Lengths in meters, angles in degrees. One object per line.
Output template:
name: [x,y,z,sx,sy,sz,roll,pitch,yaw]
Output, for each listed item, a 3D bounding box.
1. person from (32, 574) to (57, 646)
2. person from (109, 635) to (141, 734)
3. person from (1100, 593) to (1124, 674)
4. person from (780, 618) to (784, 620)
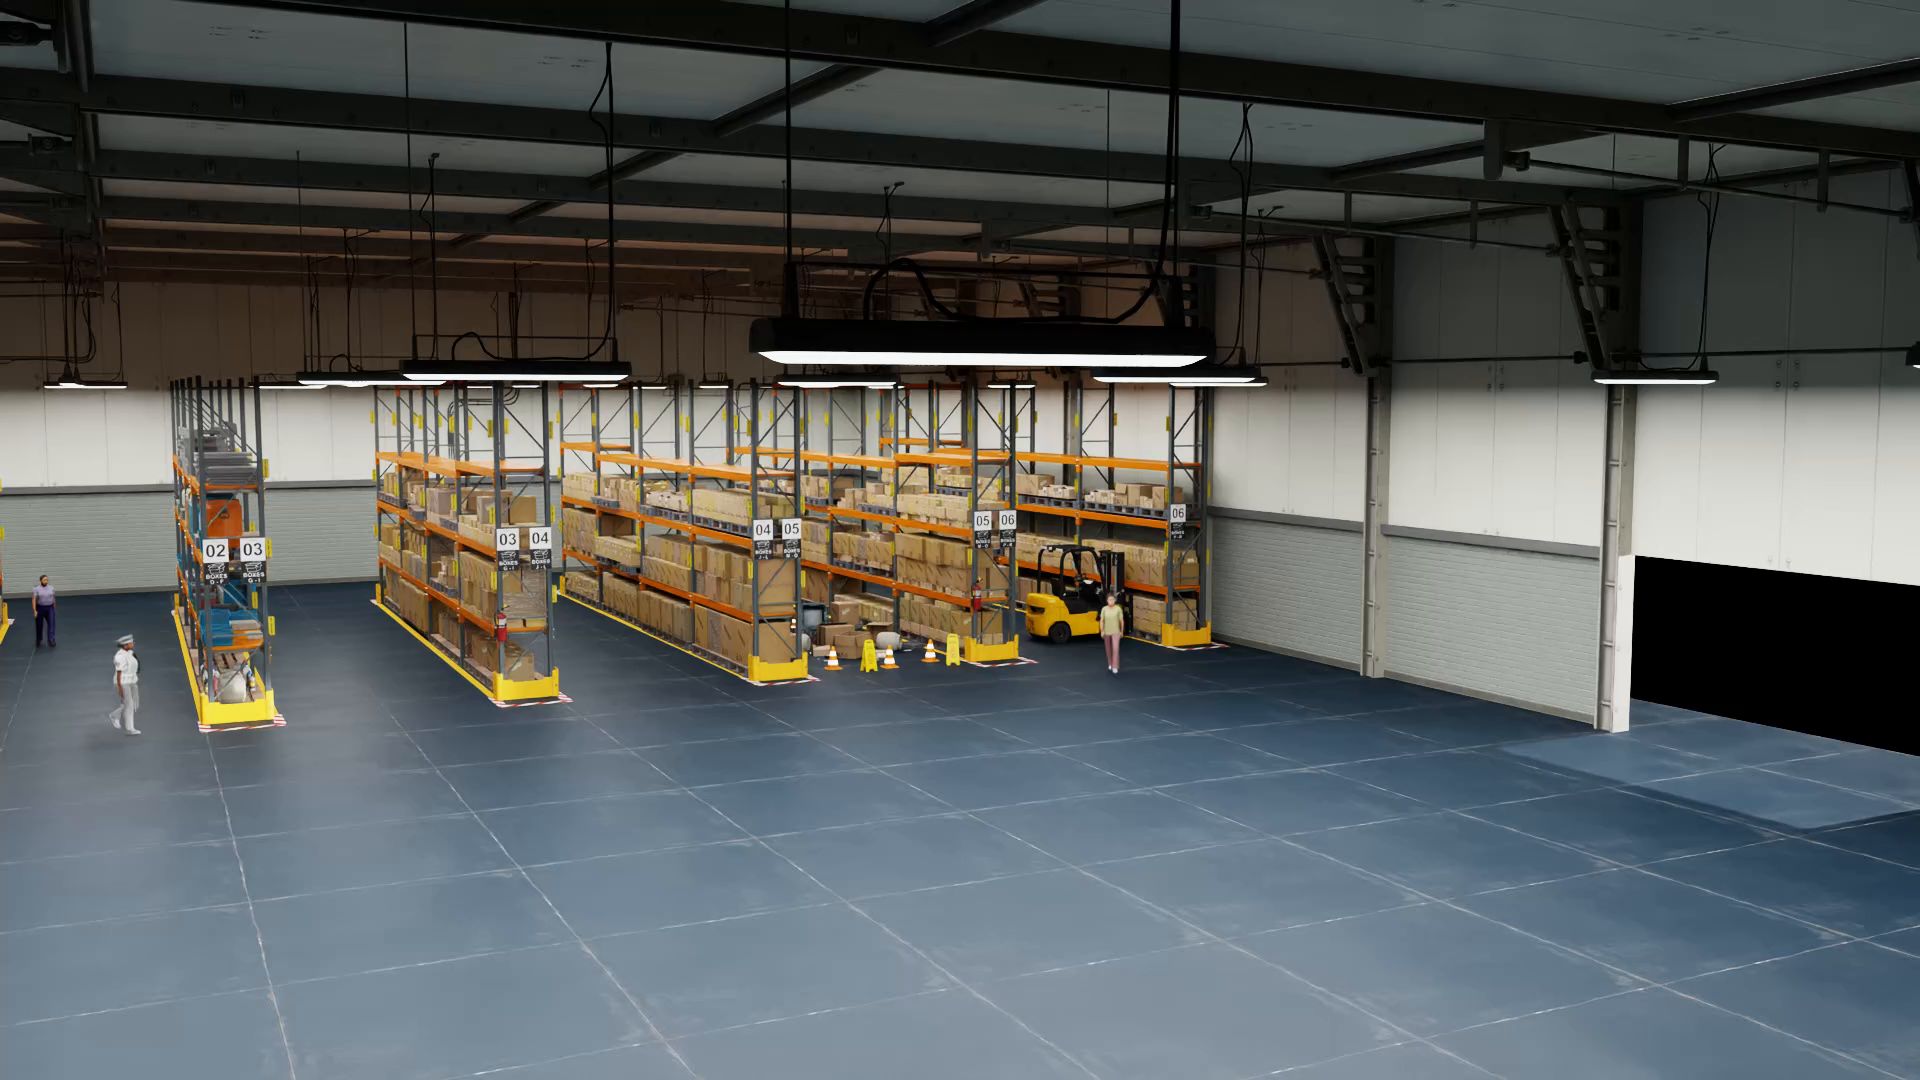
person: [-20.565,1.582,37.358,0.504,1.618,0.837,-5,7,-43]
person: [-14.004,2.407,27.802,0.679,1.657,0.445,1,5,13]
person: [3.089,1.894,33.812,0.497,1.610,1.035,2,5,20]
person: [-4.464,1.221,40.497,0.594,1.769,0.502,-3,6,-31]
